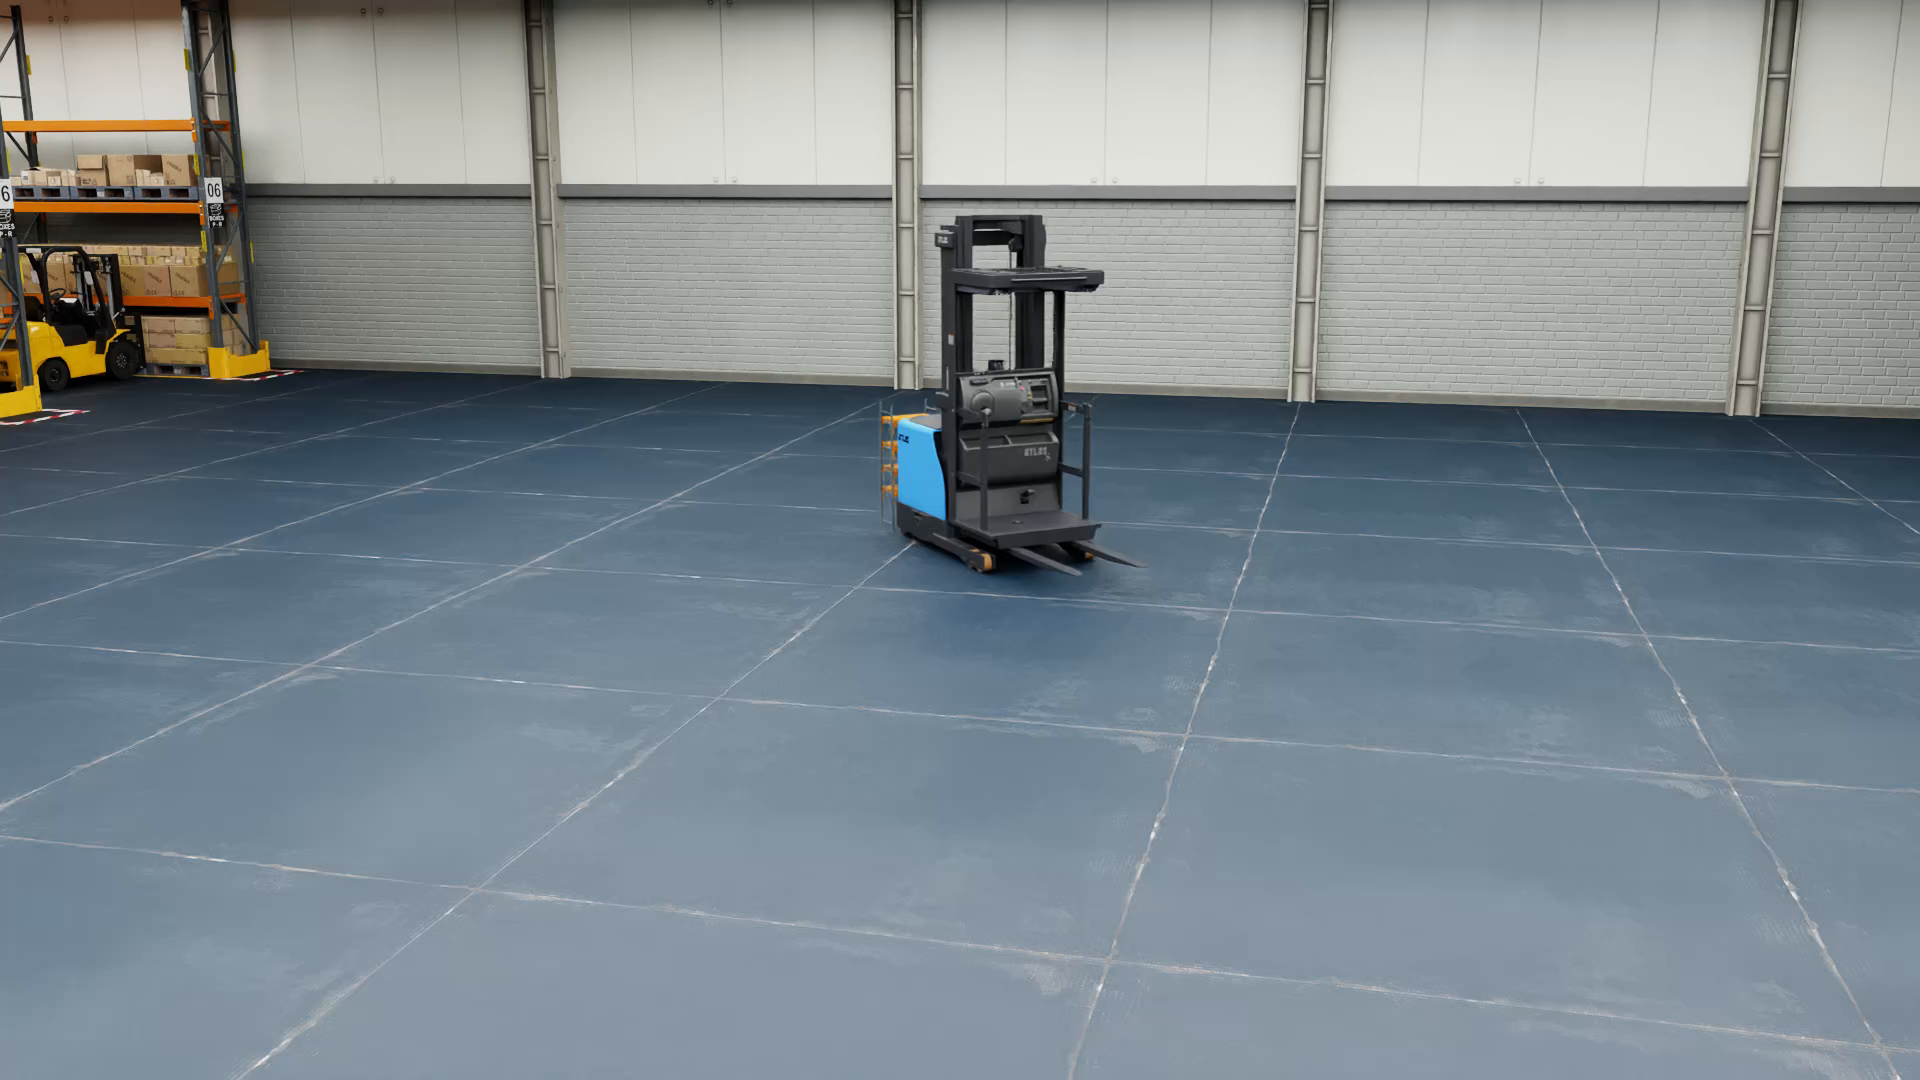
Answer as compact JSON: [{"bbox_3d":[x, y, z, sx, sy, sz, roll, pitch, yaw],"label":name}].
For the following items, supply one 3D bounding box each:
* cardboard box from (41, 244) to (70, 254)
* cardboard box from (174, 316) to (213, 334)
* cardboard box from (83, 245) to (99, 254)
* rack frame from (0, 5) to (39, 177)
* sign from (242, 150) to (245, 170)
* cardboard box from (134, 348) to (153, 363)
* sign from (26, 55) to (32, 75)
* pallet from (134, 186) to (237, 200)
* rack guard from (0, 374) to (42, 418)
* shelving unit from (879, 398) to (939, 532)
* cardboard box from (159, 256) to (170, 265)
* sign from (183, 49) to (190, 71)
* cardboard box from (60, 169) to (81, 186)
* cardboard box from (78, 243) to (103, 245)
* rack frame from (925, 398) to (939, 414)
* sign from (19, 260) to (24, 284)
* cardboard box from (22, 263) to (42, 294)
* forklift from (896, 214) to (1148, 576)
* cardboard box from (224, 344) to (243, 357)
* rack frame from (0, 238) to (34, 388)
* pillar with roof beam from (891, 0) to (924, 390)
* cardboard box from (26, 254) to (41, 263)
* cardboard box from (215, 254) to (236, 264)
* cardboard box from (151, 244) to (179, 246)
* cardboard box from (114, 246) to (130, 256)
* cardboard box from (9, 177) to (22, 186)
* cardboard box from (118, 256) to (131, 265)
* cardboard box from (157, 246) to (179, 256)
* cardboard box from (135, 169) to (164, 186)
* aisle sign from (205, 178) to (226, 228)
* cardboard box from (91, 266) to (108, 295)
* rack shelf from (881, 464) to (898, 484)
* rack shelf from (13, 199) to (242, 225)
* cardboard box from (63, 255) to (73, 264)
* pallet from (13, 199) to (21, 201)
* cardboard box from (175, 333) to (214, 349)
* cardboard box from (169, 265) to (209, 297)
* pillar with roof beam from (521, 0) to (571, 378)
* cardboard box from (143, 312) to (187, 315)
[{"bbox_3d":[-15.107,-4.858,27.790,0.250,0.149,0.380,3,13,12],"label":"cardboard box"},{"bbox_3d":[-12.509,-3.534,27.307,0.500,0.250,0.500,4,13,15],"label":"cardboard box"},{"bbox_3d":[-14.363,-4.814,27.591,0.250,0.149,0.380,3,13,13],"label":"cardboard box"},{"bbox_3d":[-15.871,-7.361,27.636,0.127,3.000,1.000,3,13,14],"label":"rack frame"},{"bbox_3d":[-11.849,-6.271,27.447,0.005,0.325,0.100,3,13,14],"label":"sign"},{"bbox_3d":[-13.483,-3.101,27.664,0.500,0.250,0.500,3,13,14],"label":"cardboard box"},{"bbox_3d":[-15.714,-8.010,28.038,0.005,0.325,0.100,3,13,14],"label":"sign"},{"bbox_3d":[-12.668,-5.688,27.225,1.213,0.211,1.003,3,13,14],"label":"pallet"},{"bbox_3d":[-13.247,-1.964,22.934,0.348,0.500,1.175,3,13,14],"label":"rack guard"},{"bbox_3d":[-0.476,-0.708,15.653,0.503,1.200,0.258,-7,14,-30],"label":"shelving unit"},{"bbox_3d":[-12.884,-4.583,27.235,0.250,0.149,0.380,3,13,15],"label":"cardboard box"},{"bbox_3d":[-12.131,-7.535,26.080,0.005,0.325,0.100,3,13,14],"label":"sign"},{"bbox_3d":[-14.503,-5.944,27.285,0.258,0.266,0.396,3,13,12],"label":"cardboard box"},{"bbox_3d":[-14.737,-4.958,28.238,0.250,0.149,0.380,3,13,12],"label":"cardboard box"},{"bbox_3d":[-0.266,-0.735,15.775,0.015,1.200,0.240,-7,14,-30],"label":"rack frame"},{"bbox_3d":[-13.043,-3.718,23.066,0.005,0.325,0.100,3,13,14],"label":"sign"},{"bbox_3d":[-15.503,-4.403,27.924,0.500,0.500,0.500,3,13,12],"label":"cardboard box"},{"bbox_3d":[0.522,-1.263,14.158,1.130,2.935,3.031,-6,14,-26],"label":"forklift"},{"bbox_3d":[-12.418,-3.154,27.903,0.500,0.250,0.500,3,13,14],"label":"cardboard box"},{"bbox_3d":[-13.173,-3.181,22.645,0.127,3.000,1.000,3,13,14],"label":"rack frame"},{"bbox_3d":[-1.829,-5.851,20.831,0.400,9.000,9.100,3,13,14],"label":"pillar with roof beam"},{"bbox_3d":[-15.373,-4.713,27.822,0.250,0.149,0.380,3,13,15],"label":"cardboard box"},{"bbox_3d":[-12.255,-4.662,27.595,0.250,0.149,0.380,3,13,12],"label":"cardboard box"},{"bbox_3d":[-13.267,-4.854,27.770,0.250,0.149,0.380,3,13,15],"label":"cardboard box"},{"bbox_3d":[-13.649,-4.755,27.325,0.250,0.149,0.380,3,13,15],"label":"cardboard box"},{"bbox_3d":[-15.508,-5.941,27.539,0.250,0.149,0.380,3,13,15],"label":"cardboard box"},{"bbox_3d":[-13.643,-4.611,27.362,0.250,0.149,0.380,3,13,14],"label":"cardboard box"},{"bbox_3d":[-12.893,-4.724,27.185,0.250,0.149,0.380,3,13,15],"label":"cardboard box"},{"bbox_3d":[-13.111,-5.870,26.949,0.258,0.266,0.396,3,13,14],"label":"cardboard box"},{"bbox_3d":[-11.994,-5.429,26.775,0.004,0.787,0.394,3,13,14],"label":"aisle sign"},{"bbox_3d":[-14.018,-4.323,27.563,0.500,0.500,0.500,3,13,14],"label":"cardboard box"},{"bbox_3d":[-0.476,-0.642,15.668,0.480,0.148,0.258,-7,14,-30],"label":"rack shelf"},{"bbox_3d":[-13.929,-5.442,27.571,4.000,0.370,1.077,3,13,14],"label":"rack shelf"},{"bbox_3d":[-14.637,-4.663,27.597,0.250,0.149,0.380,3,13,13],"label":"cardboard box"},{"bbox_3d":[-16.730,-5.846,28.176,1.217,0.209,0.805,3,13,11],"label":"pallet"},{"bbox_3d":[-12.535,-3.291,27.366,0.500,0.250,0.500,3,13,13],"label":"cardboard box"},{"bbox_3d":[-12.528,-4.244,27.206,0.500,0.500,0.500,3,13,12],"label":"cardboard box"},{"bbox_3d":[-7.654,-6.163,22.234,0.400,9.000,9.100,3,13,14],"label":"pillar with roof beam"},{"bbox_3d":[-13.378,-3.694,28.027,0.500,0.250,0.500,3,13,13],"label":"cardboard box"}]
